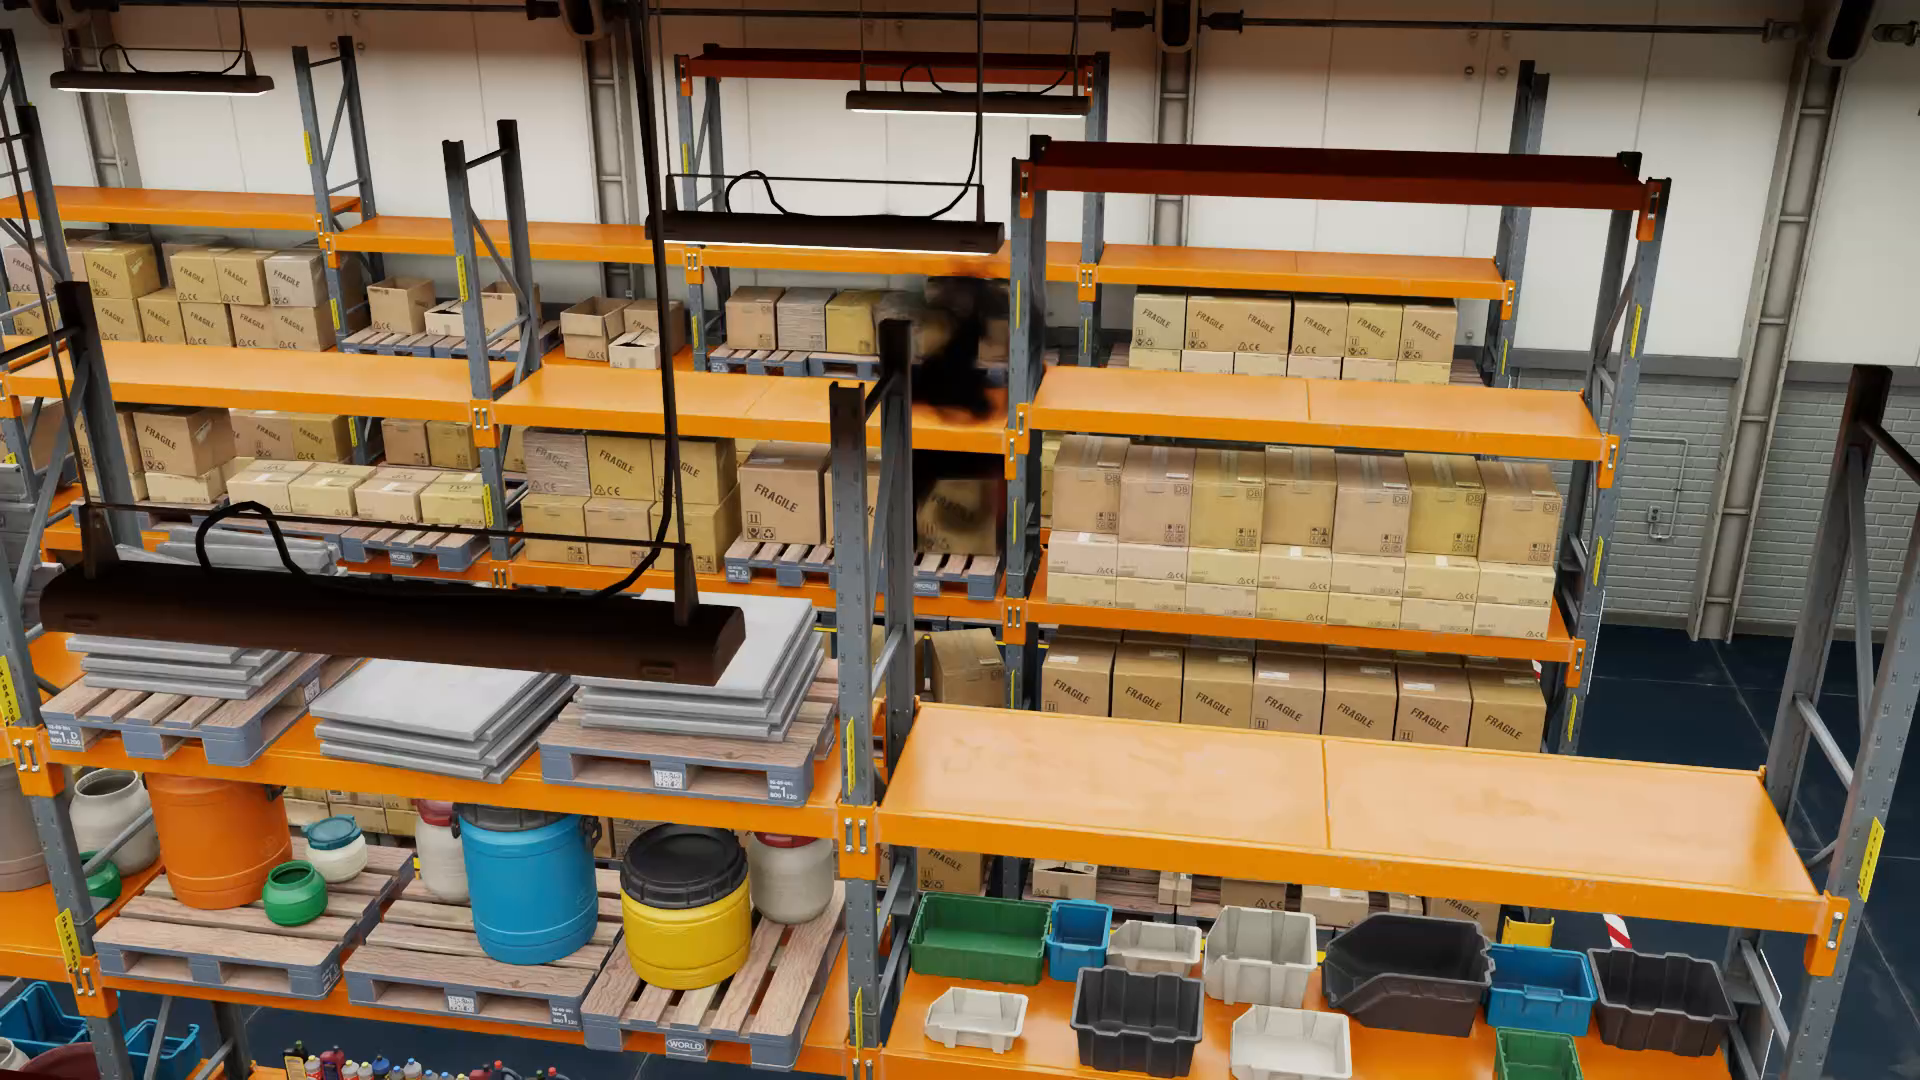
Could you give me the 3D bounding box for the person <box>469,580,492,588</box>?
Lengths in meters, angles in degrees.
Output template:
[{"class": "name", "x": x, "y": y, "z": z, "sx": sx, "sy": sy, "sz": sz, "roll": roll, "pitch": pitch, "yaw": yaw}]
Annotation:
[{"class": "person", "x": -4.617, "y": 0.870, "z": 16.204, "sx": 0.802, "sy": 1.634, "sz": 0.575, "roll": 0, "pitch": 23, "yaw": 1}]
